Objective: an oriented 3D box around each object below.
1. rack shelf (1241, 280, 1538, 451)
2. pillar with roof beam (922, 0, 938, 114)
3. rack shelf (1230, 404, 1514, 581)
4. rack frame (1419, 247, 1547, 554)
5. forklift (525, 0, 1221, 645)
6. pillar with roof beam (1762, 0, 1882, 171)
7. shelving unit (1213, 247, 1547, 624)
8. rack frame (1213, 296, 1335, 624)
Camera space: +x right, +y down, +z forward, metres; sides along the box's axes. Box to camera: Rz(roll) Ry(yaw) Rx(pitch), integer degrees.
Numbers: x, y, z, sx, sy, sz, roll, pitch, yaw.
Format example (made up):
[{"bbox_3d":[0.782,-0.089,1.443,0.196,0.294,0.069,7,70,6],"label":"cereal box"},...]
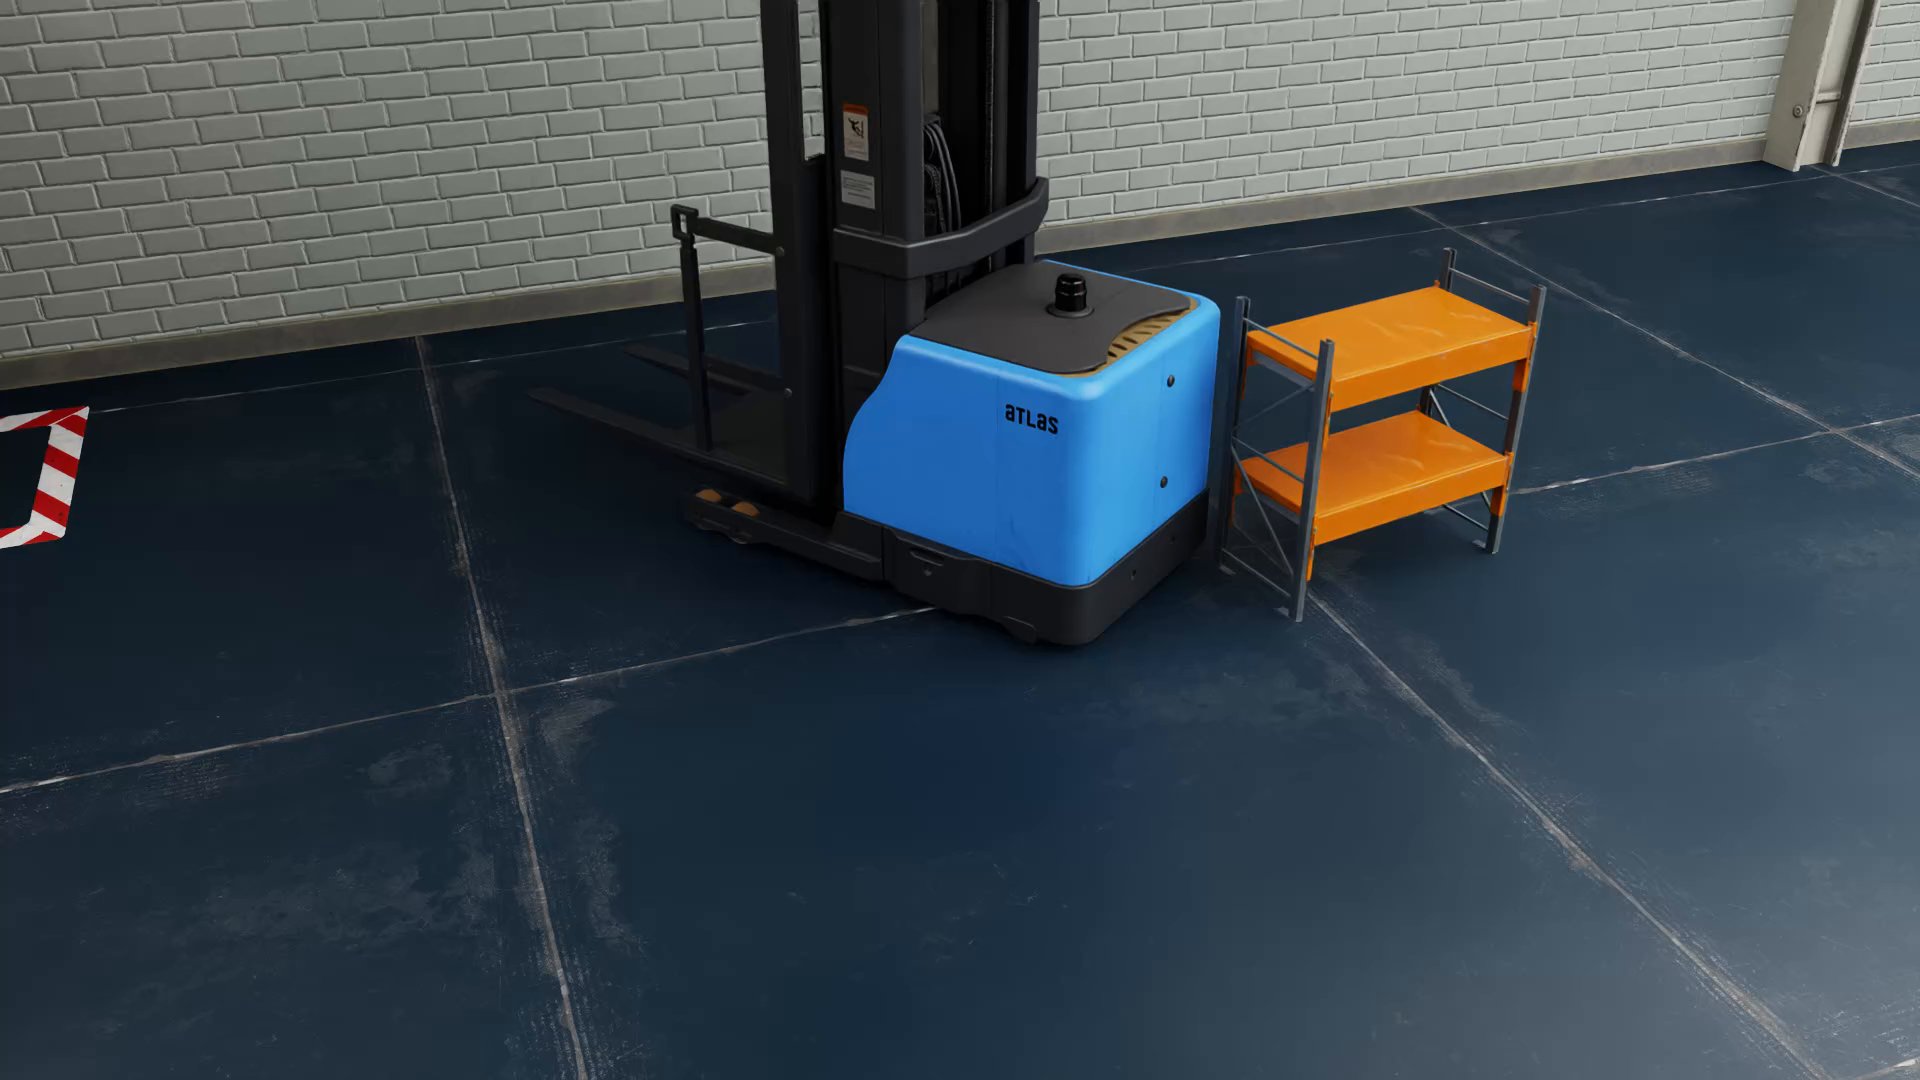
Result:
[{"bbox_3d":[1.578,-0.669,6.196,1.000,0.278,0.538,-16,33,-26],"label":"rack shelf"},{"bbox_3d":[1.541,-3.430,3.681,0.400,9.000,9.100,-10,31,-18],"label":"pillar with roof beam"},{"bbox_3d":[1.578,-0.202,6.462,1.000,0.278,0.538,-16,33,-26],"label":"rack shelf"},{"bbox_3d":[2.017,-0.541,6.564,0.032,1.125,0.500,-16,33,-26],"label":"rack frame"},{"bbox_3d":[-0.523,-1.452,6.339,3.031,2.935,1.130,19,35,30],"label":"forklift"},{"bbox_3d":[7.165,-4.466,5.499,0.400,9.000,9.100,-10,31,-18],"label":"pillar with roof beam"},{"bbox_3d":[1.578,-0.415,6.341,1.048,1.125,0.538,-16,33,-26],"label":"shelving unit"},{"bbox_3d":[1.139,-0.288,6.119,0.032,1.125,0.500,-16,33,-26],"label":"rack frame"}]
